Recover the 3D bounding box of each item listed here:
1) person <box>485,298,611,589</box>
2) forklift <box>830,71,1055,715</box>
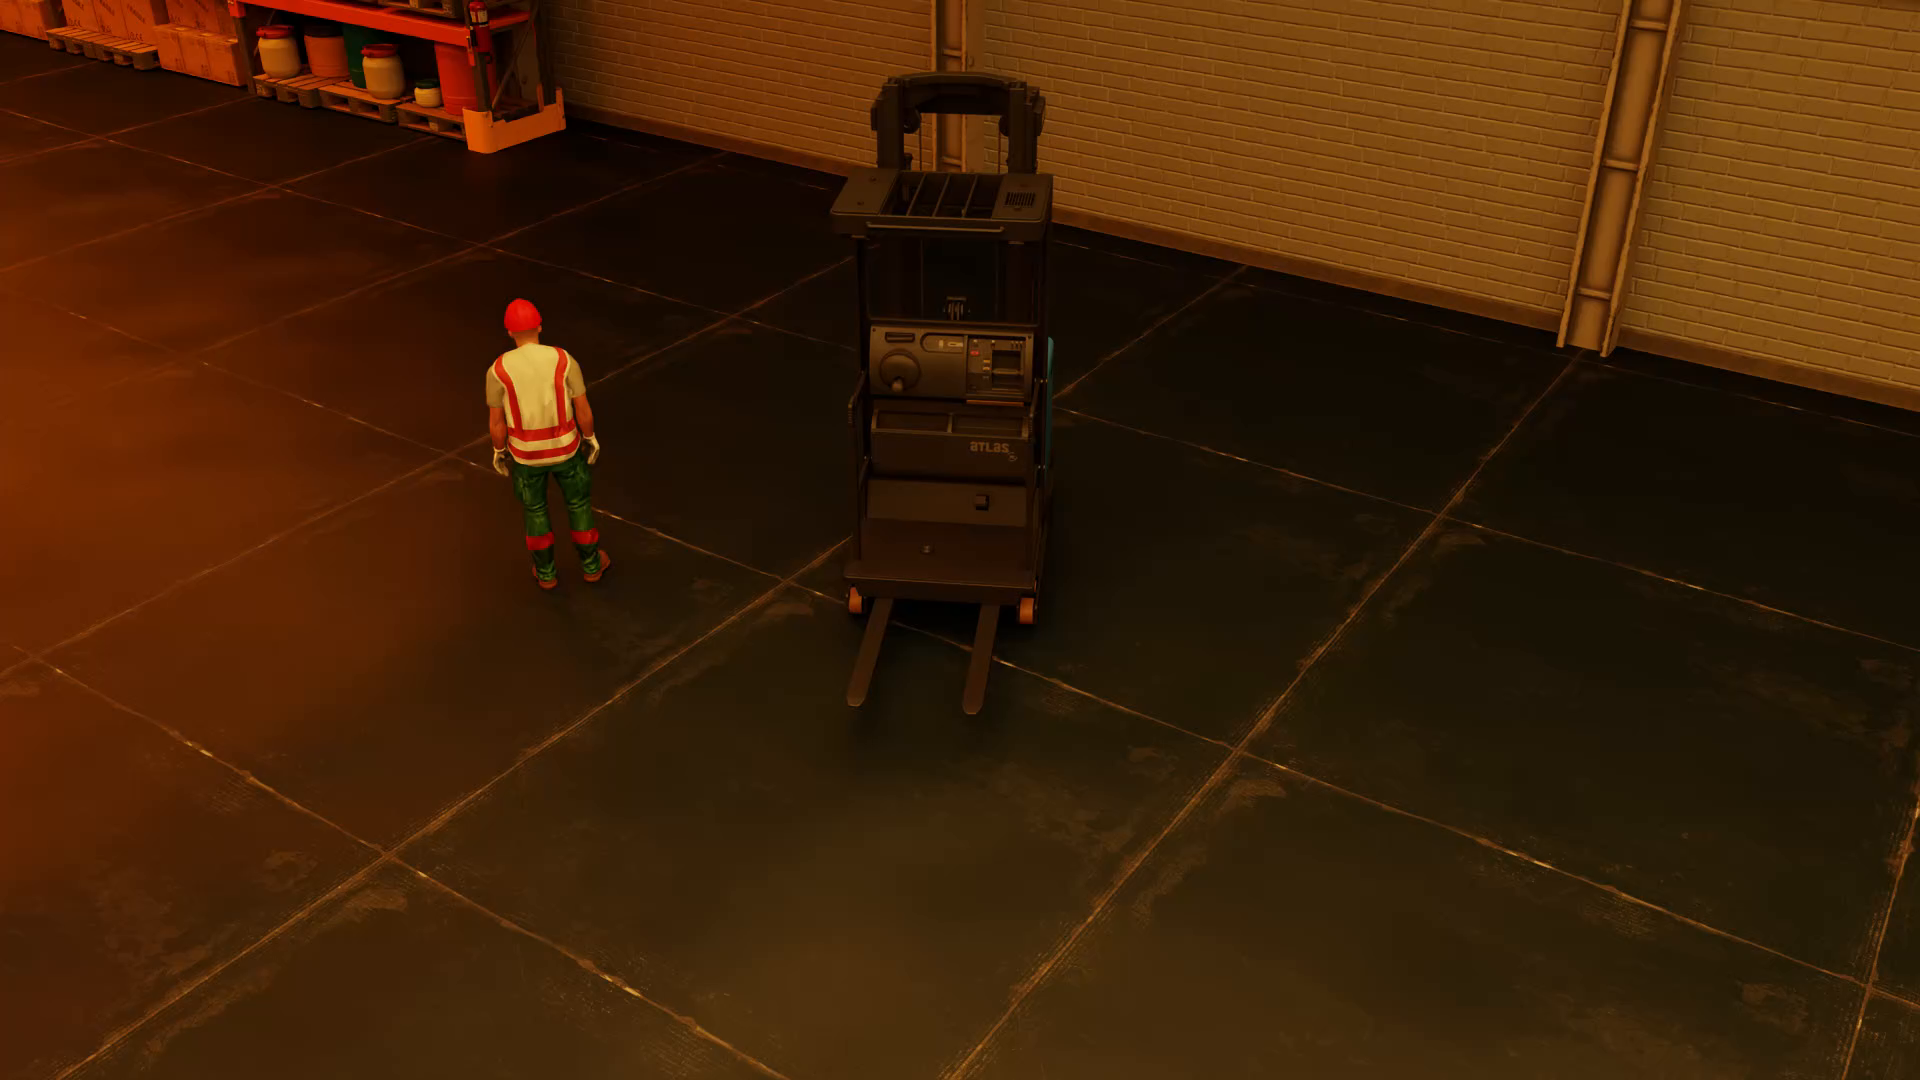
[{"bbox_3d":[-2.409,-0.540,9.664,0.610,1.777,0.451,-8,31,-13],"label":"person"},{"bbox_3d":[-0.072,-0.956,9.228,1.130,2.935,3.031,3,30,6],"label":"forklift"}]
